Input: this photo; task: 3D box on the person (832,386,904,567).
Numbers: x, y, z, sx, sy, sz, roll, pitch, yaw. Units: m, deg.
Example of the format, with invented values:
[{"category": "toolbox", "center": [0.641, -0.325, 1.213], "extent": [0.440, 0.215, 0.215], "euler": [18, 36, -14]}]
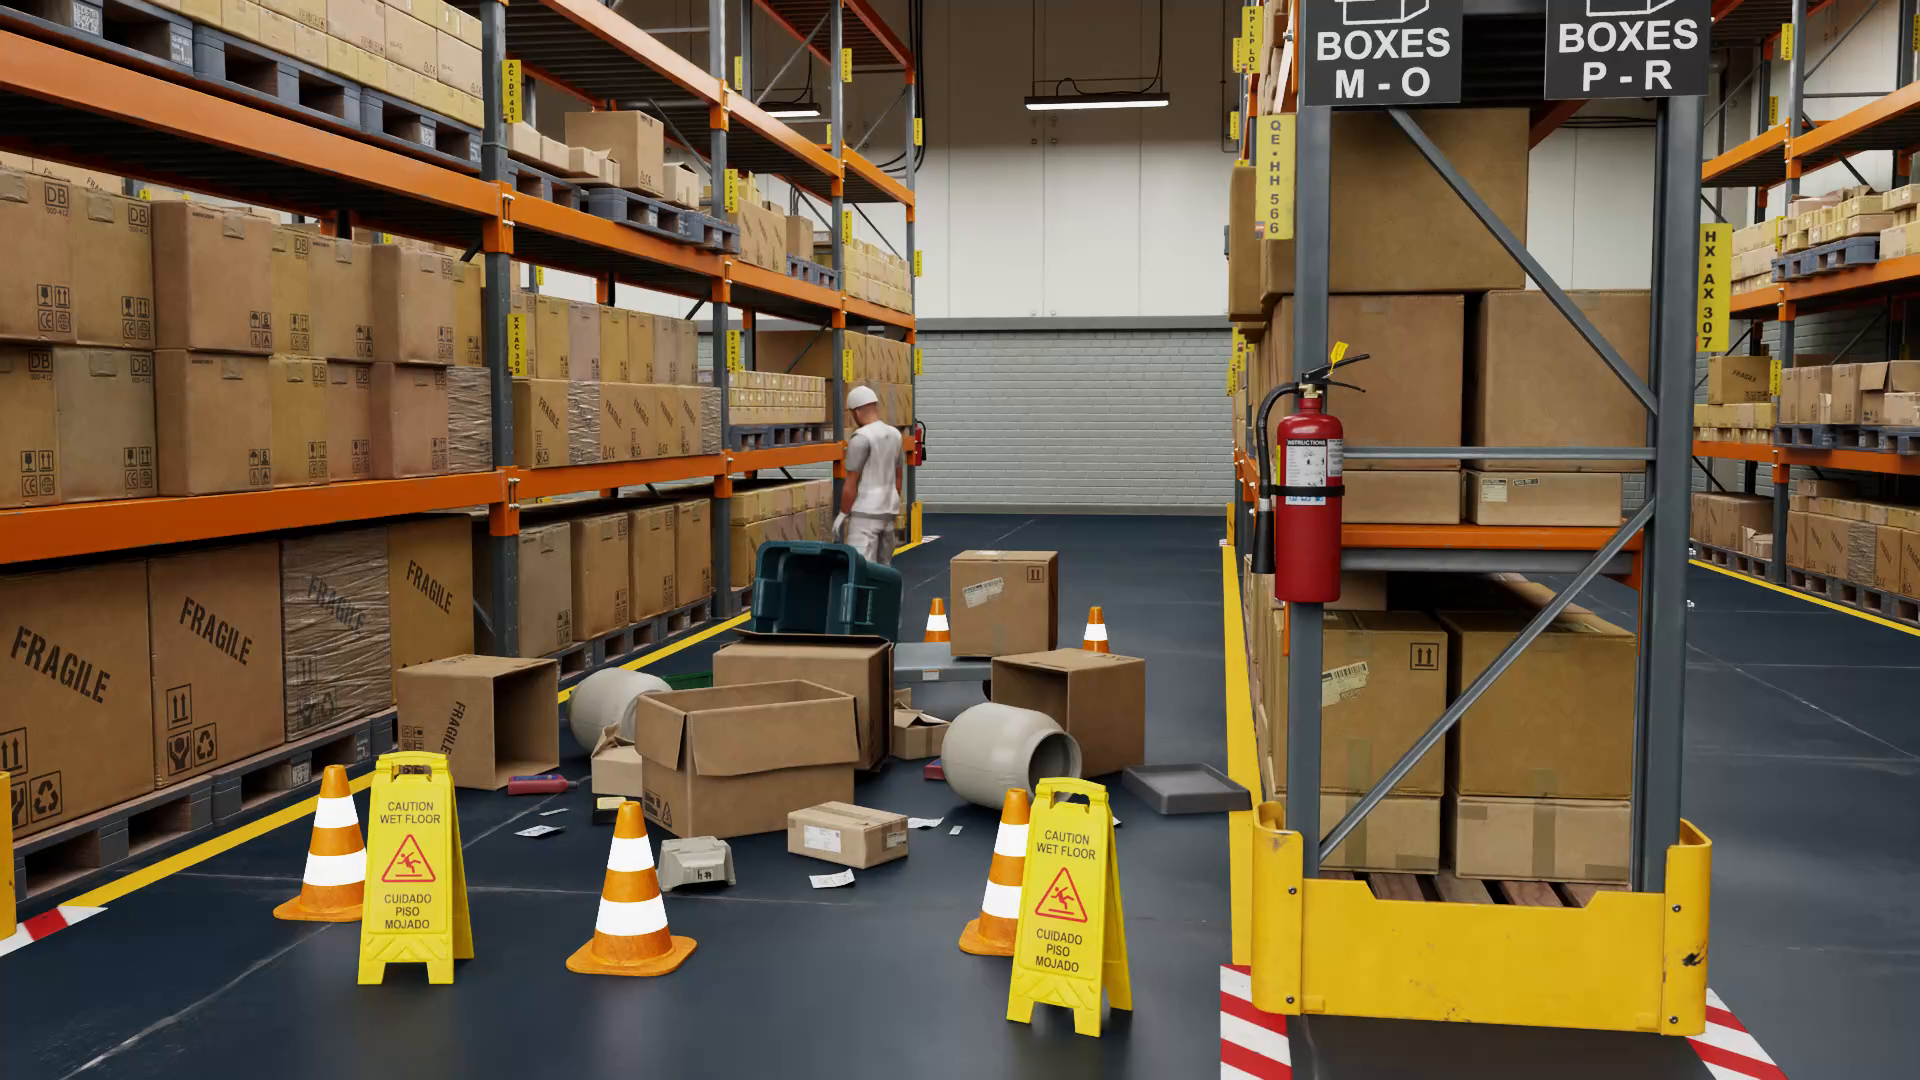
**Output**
[{"category": "person", "center": [-0.656, -0.158, 11.344], "extent": [0.568, 1.776, 0.690], "euler": [3, 5, 32]}]
